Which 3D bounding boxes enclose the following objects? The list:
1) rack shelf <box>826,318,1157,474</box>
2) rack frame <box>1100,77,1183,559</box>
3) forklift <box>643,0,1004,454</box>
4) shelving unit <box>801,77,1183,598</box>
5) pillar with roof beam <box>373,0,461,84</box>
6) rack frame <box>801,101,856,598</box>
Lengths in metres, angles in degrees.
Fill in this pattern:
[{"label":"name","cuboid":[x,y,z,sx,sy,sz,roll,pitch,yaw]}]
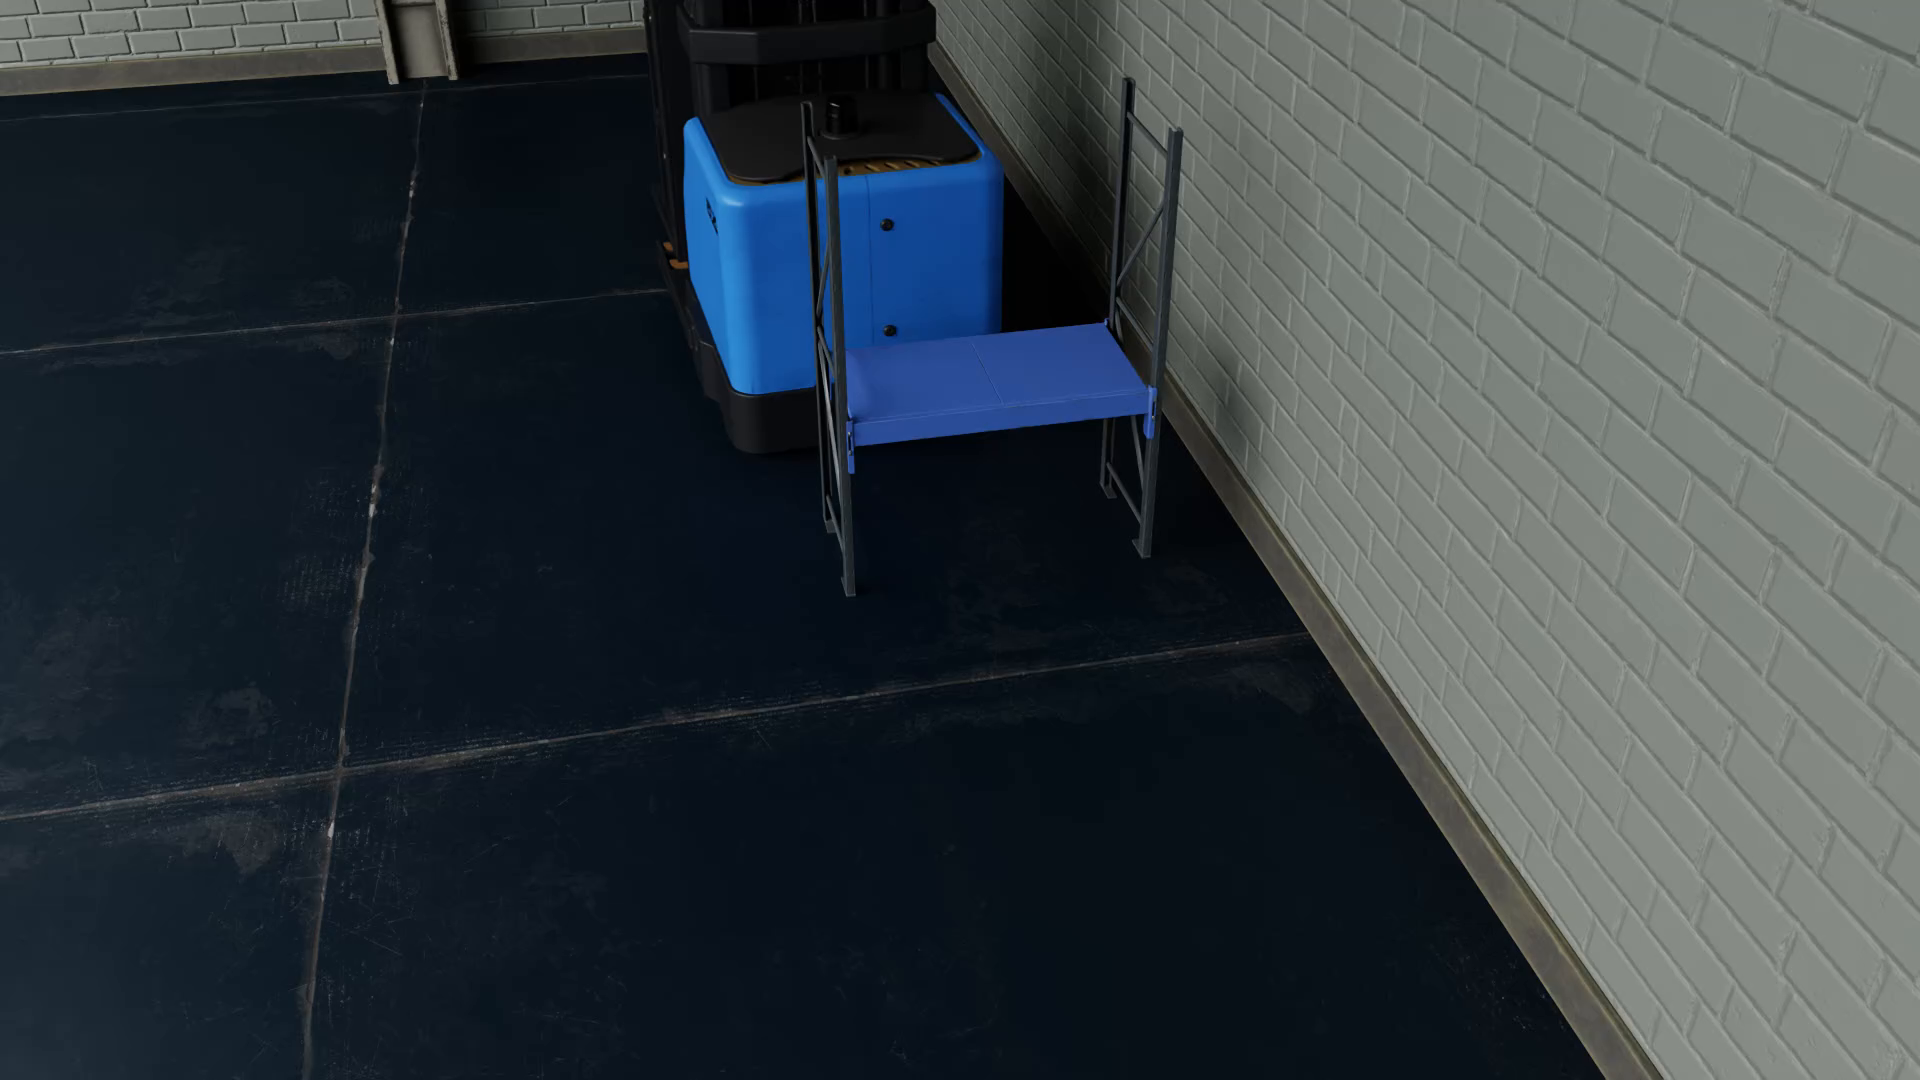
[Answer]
[{"label":"rack shelf","cuboid":[0.083,-0.484,5.448,1.000,0.185,0.538,-7,35,-11]},{"label":"rack frame","cuboid":[0.579,-0.696,5.441,0.032,1.500,0.500,-7,35,-11]},{"label":"forklift","cuboid":[-0.738,-2.349,6.620,1.130,2.935,3.031,-9,35,-14]},{"label":"shelving unit","cuboid":[0.083,-0.633,5.348,1.048,1.500,0.538,-7,35,-11]},{"label":"pillar with roof beam","cuboid":[-2.226,-4.168,3.886,0.400,9.000,9.100,-7,35,-11]},{"label":"rack frame","cuboid":[-0.413,-0.571,5.255,0.032,1.500,0.500,-7,35,-11]}]
